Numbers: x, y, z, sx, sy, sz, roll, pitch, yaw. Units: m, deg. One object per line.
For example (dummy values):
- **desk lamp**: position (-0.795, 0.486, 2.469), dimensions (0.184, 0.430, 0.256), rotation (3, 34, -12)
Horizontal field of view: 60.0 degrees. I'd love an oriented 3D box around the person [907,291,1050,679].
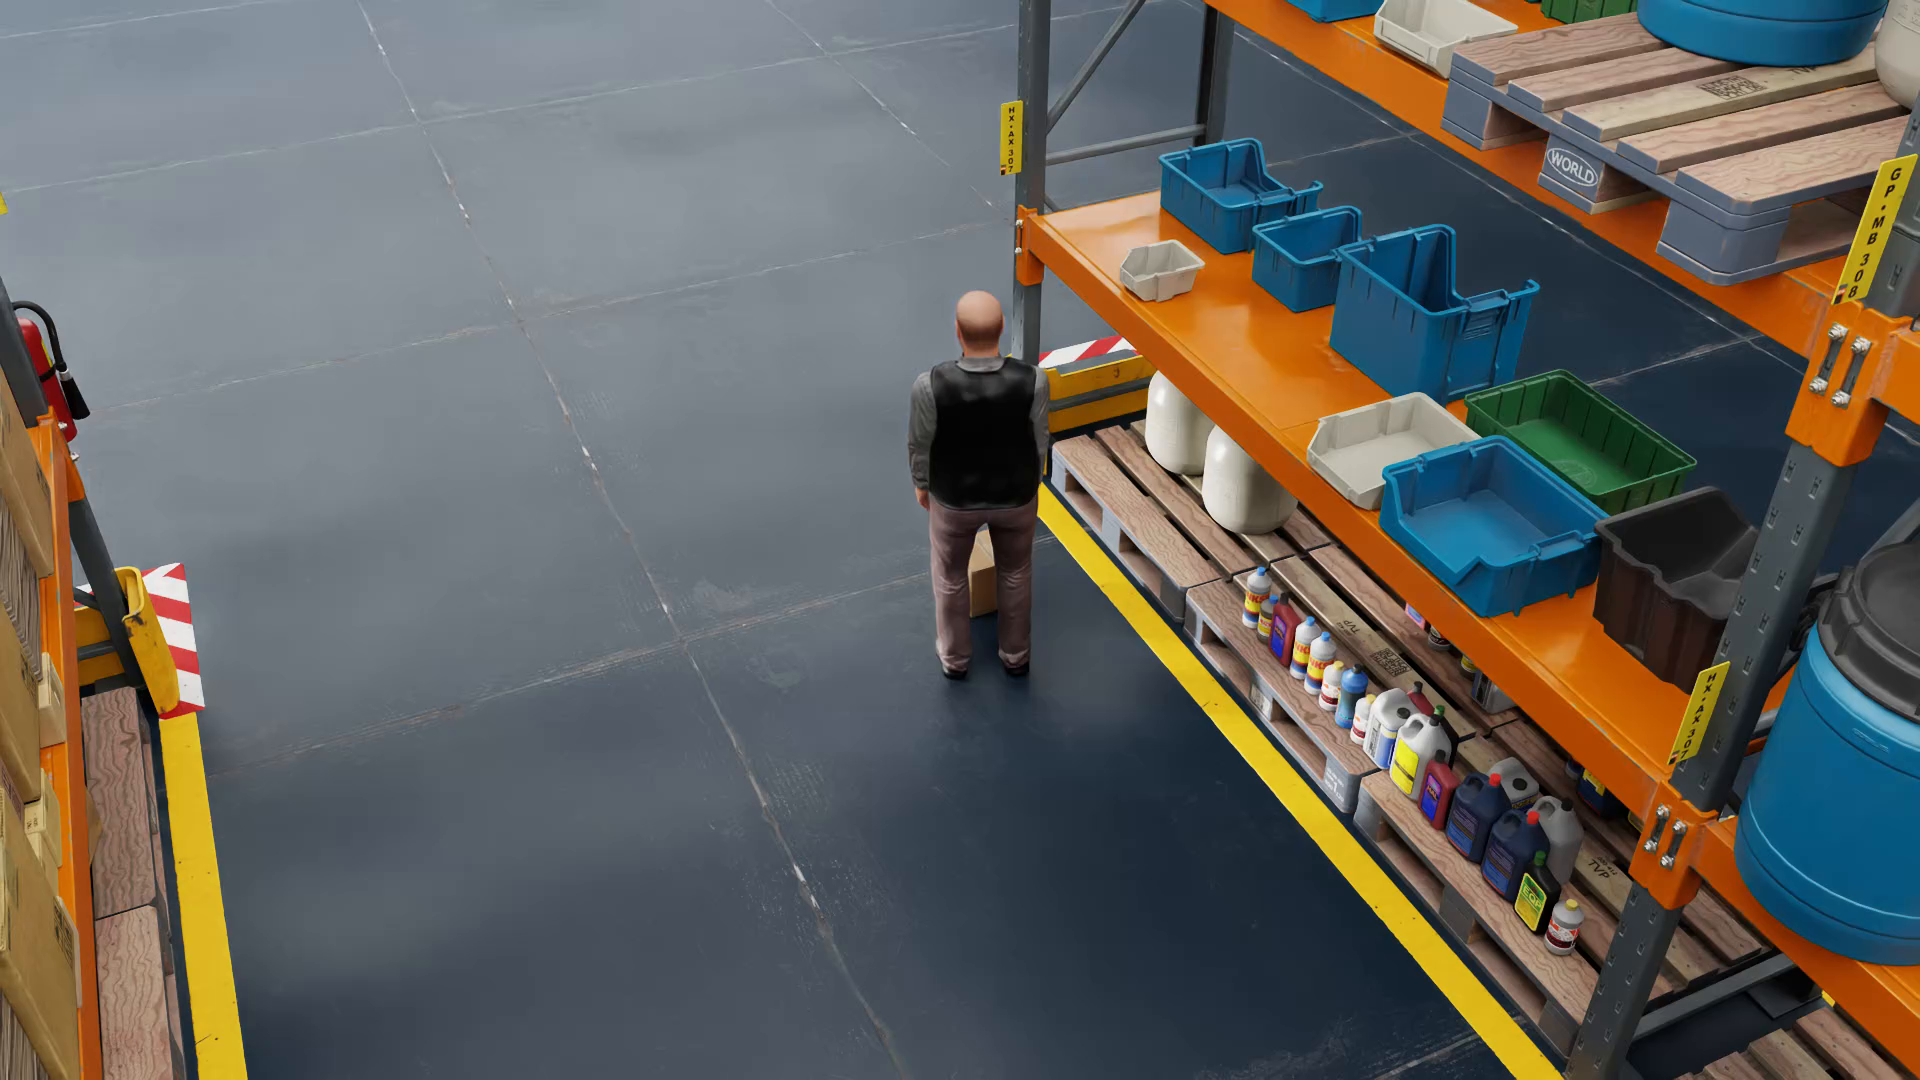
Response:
- **person**: position (0.068, -0.179, 6.425), dimensions (0.537, 1.714, 0.359), rotation (-3, 37, -4)
